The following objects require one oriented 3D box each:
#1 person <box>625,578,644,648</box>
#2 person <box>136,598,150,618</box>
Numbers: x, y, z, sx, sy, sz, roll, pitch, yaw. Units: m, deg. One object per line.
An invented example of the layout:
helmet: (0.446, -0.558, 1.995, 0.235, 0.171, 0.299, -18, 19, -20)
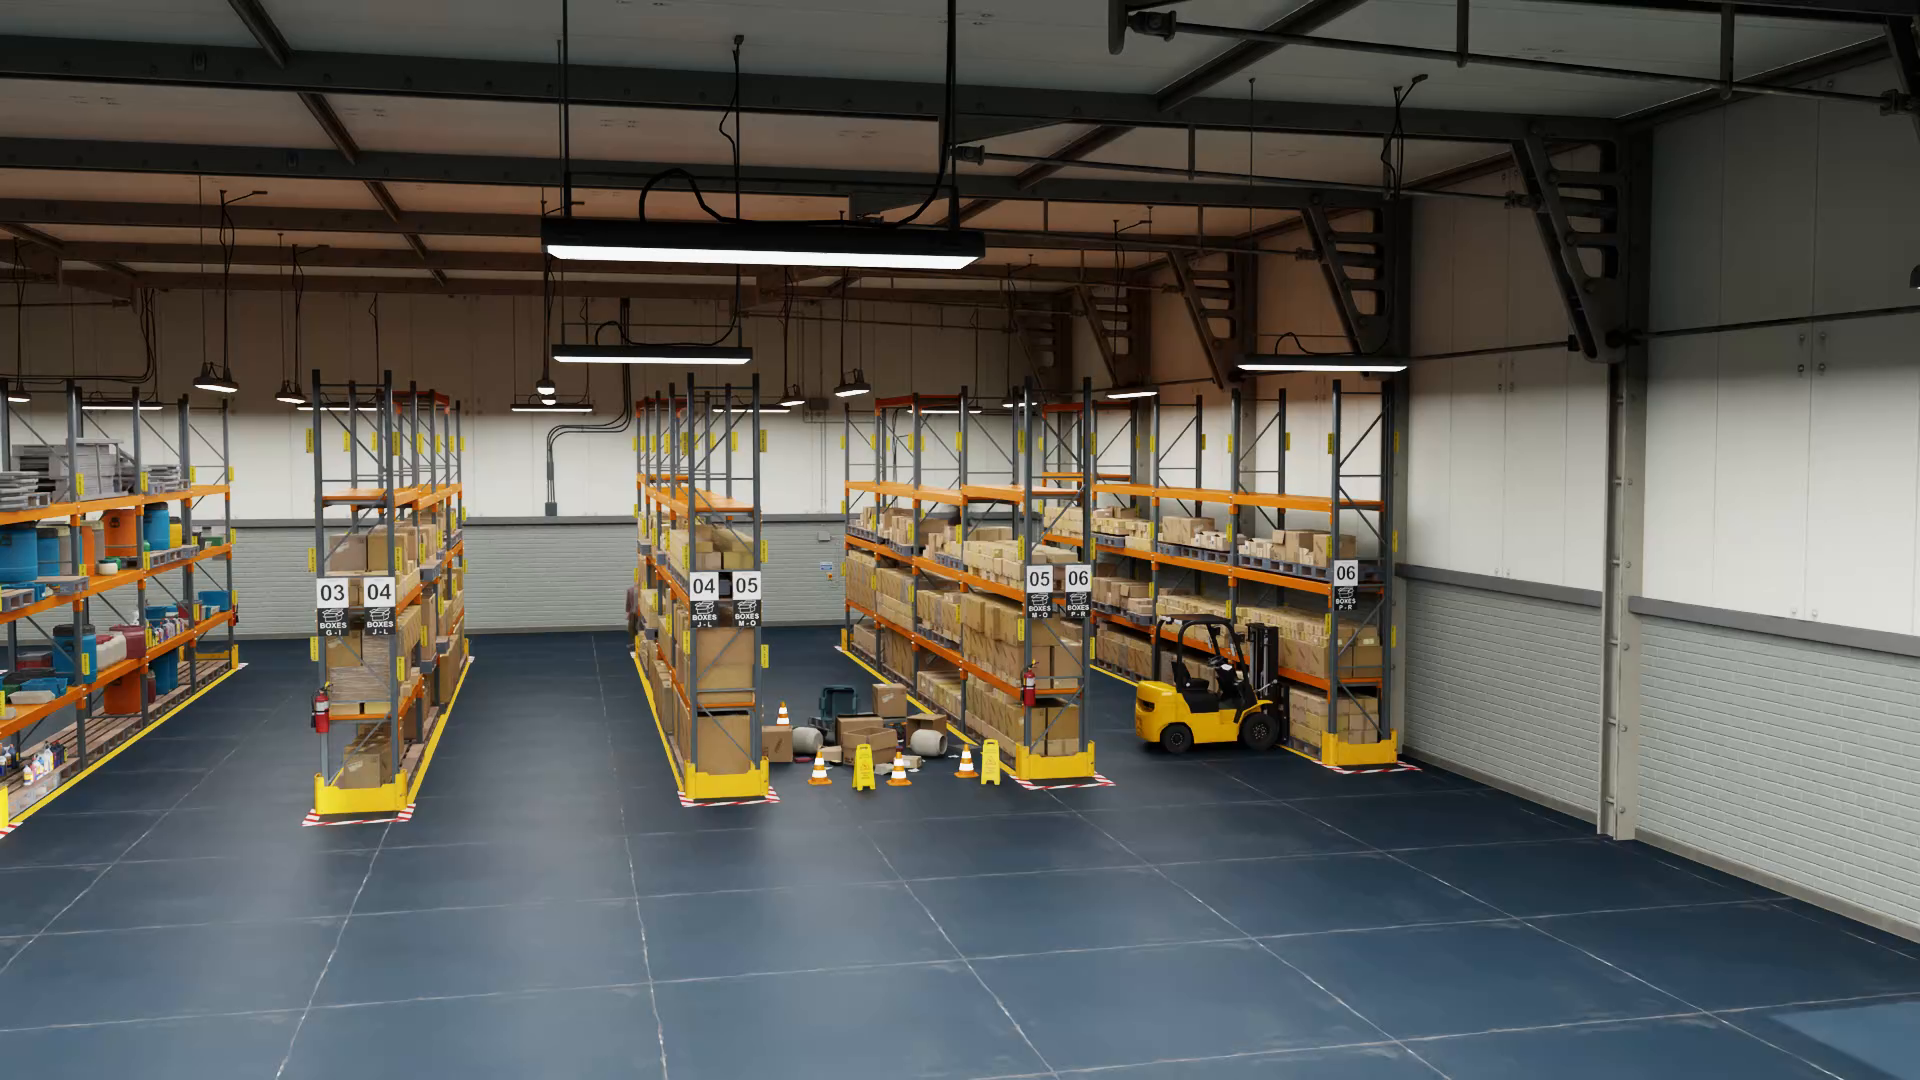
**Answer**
person: (-7.876, 1.757, 40.764, 0.568, 1.750, 0.794, 2, 4, 34)
person: (-17.578, 2.107, 35.825, 0.383, 1.718, 0.572, -2, 4, -36)
